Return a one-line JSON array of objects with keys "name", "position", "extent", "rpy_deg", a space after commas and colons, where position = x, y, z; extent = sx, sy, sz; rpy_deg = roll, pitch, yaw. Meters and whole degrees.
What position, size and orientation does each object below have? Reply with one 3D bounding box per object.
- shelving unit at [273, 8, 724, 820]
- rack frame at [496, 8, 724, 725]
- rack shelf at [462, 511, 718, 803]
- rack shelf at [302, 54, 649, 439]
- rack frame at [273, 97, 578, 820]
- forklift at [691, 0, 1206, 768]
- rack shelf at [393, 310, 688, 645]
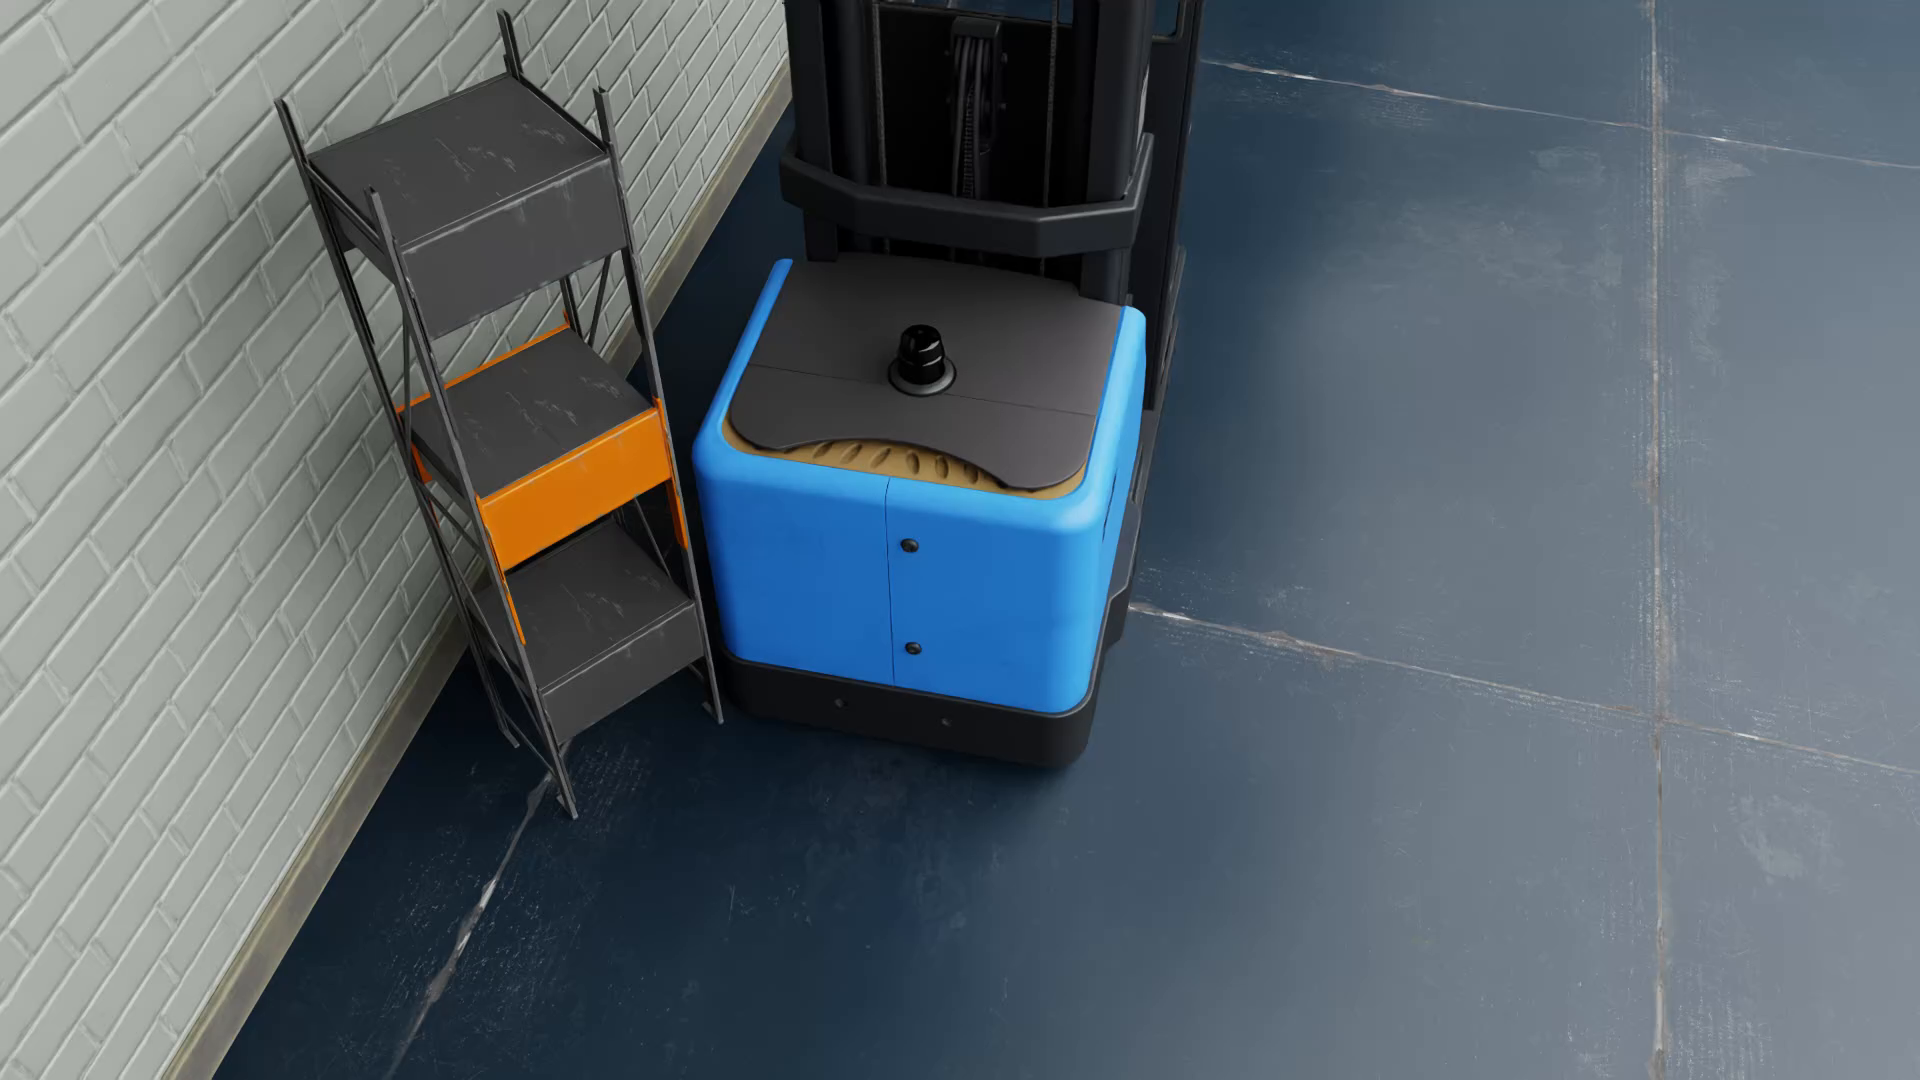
[{"name": "shelving unit", "position": [-1.000, -0.161, 3.991], "extent": [0.503, 2.100, 0.431], "rpy_deg": [-33, 56, -26]}, {"name": "rack frame", "position": [-0.815, -0.280, 4.097], "extent": [0.015, 2.100, 0.400], "rpy_deg": [-33, 56, -26]}, {"name": "rack shelf", "position": [-1.000, 0.311, 4.527], "extent": [0.480, 0.518, 0.431], "rpy_deg": [-33, 56, -26]}, {"name": "rack shelf", "position": [-1.000, -0.615, 3.477], "extent": [0.480, 0.518, 0.431], "rpy_deg": [-33, 56, -26]}, {"name": "rack frame", "position": [-1.186, -0.042, 3.886], "extent": [0.015, 2.100, 0.400], "rpy_deg": [-33, 56, -26]}, {"name": "forklift", "position": [0.140, -1.470, 4.592], "extent": [1.130, 2.935, 3.031], "rpy_deg": [9, 49, 8]}, {"name": "rack shelf", "position": [-1.000, -0.152, 4.002], "extent": [0.480, 0.518, 0.431], "rpy_deg": [-33, 56, -26]}]
